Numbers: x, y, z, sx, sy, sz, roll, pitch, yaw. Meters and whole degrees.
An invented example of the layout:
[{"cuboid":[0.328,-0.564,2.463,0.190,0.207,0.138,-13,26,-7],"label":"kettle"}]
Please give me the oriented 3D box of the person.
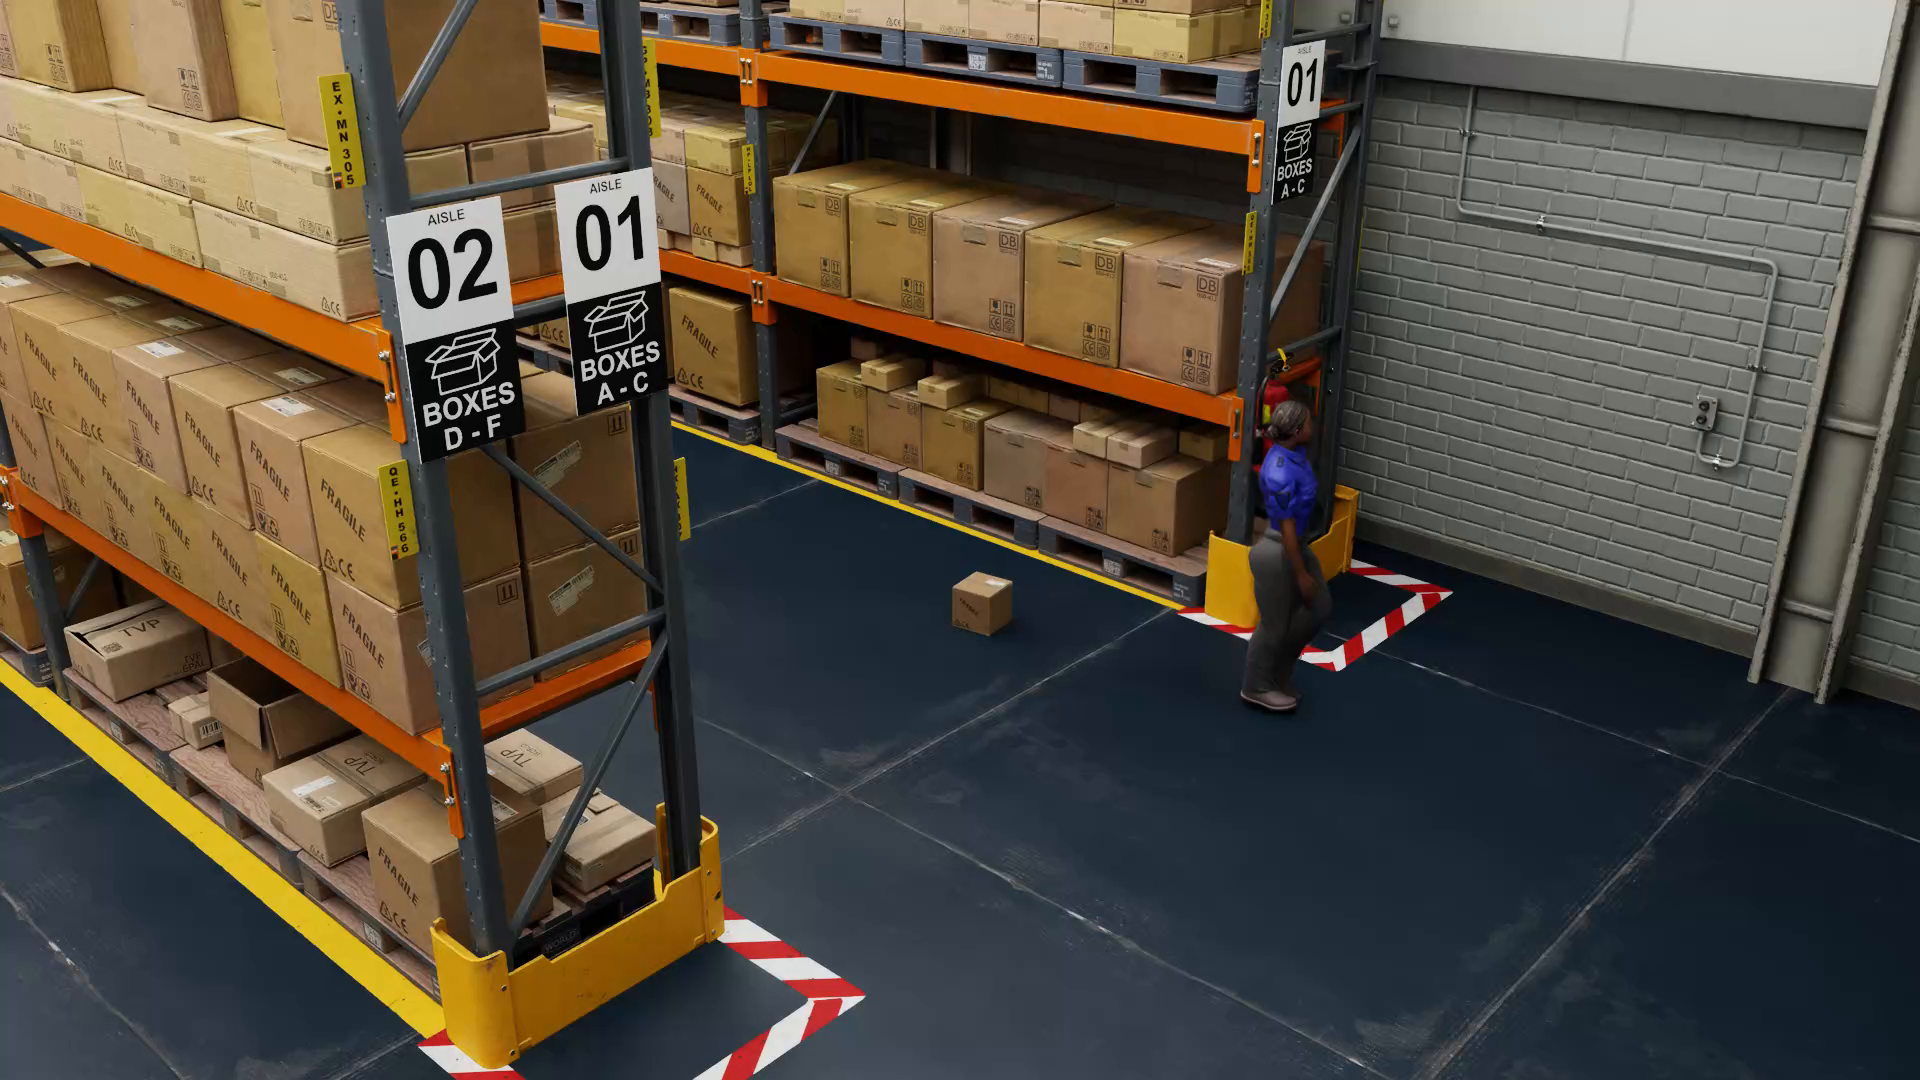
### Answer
[{"cuboid":[1.671,0.121,8.344,0.407,1.692,0.452,9,26,20],"label":"person"}]
